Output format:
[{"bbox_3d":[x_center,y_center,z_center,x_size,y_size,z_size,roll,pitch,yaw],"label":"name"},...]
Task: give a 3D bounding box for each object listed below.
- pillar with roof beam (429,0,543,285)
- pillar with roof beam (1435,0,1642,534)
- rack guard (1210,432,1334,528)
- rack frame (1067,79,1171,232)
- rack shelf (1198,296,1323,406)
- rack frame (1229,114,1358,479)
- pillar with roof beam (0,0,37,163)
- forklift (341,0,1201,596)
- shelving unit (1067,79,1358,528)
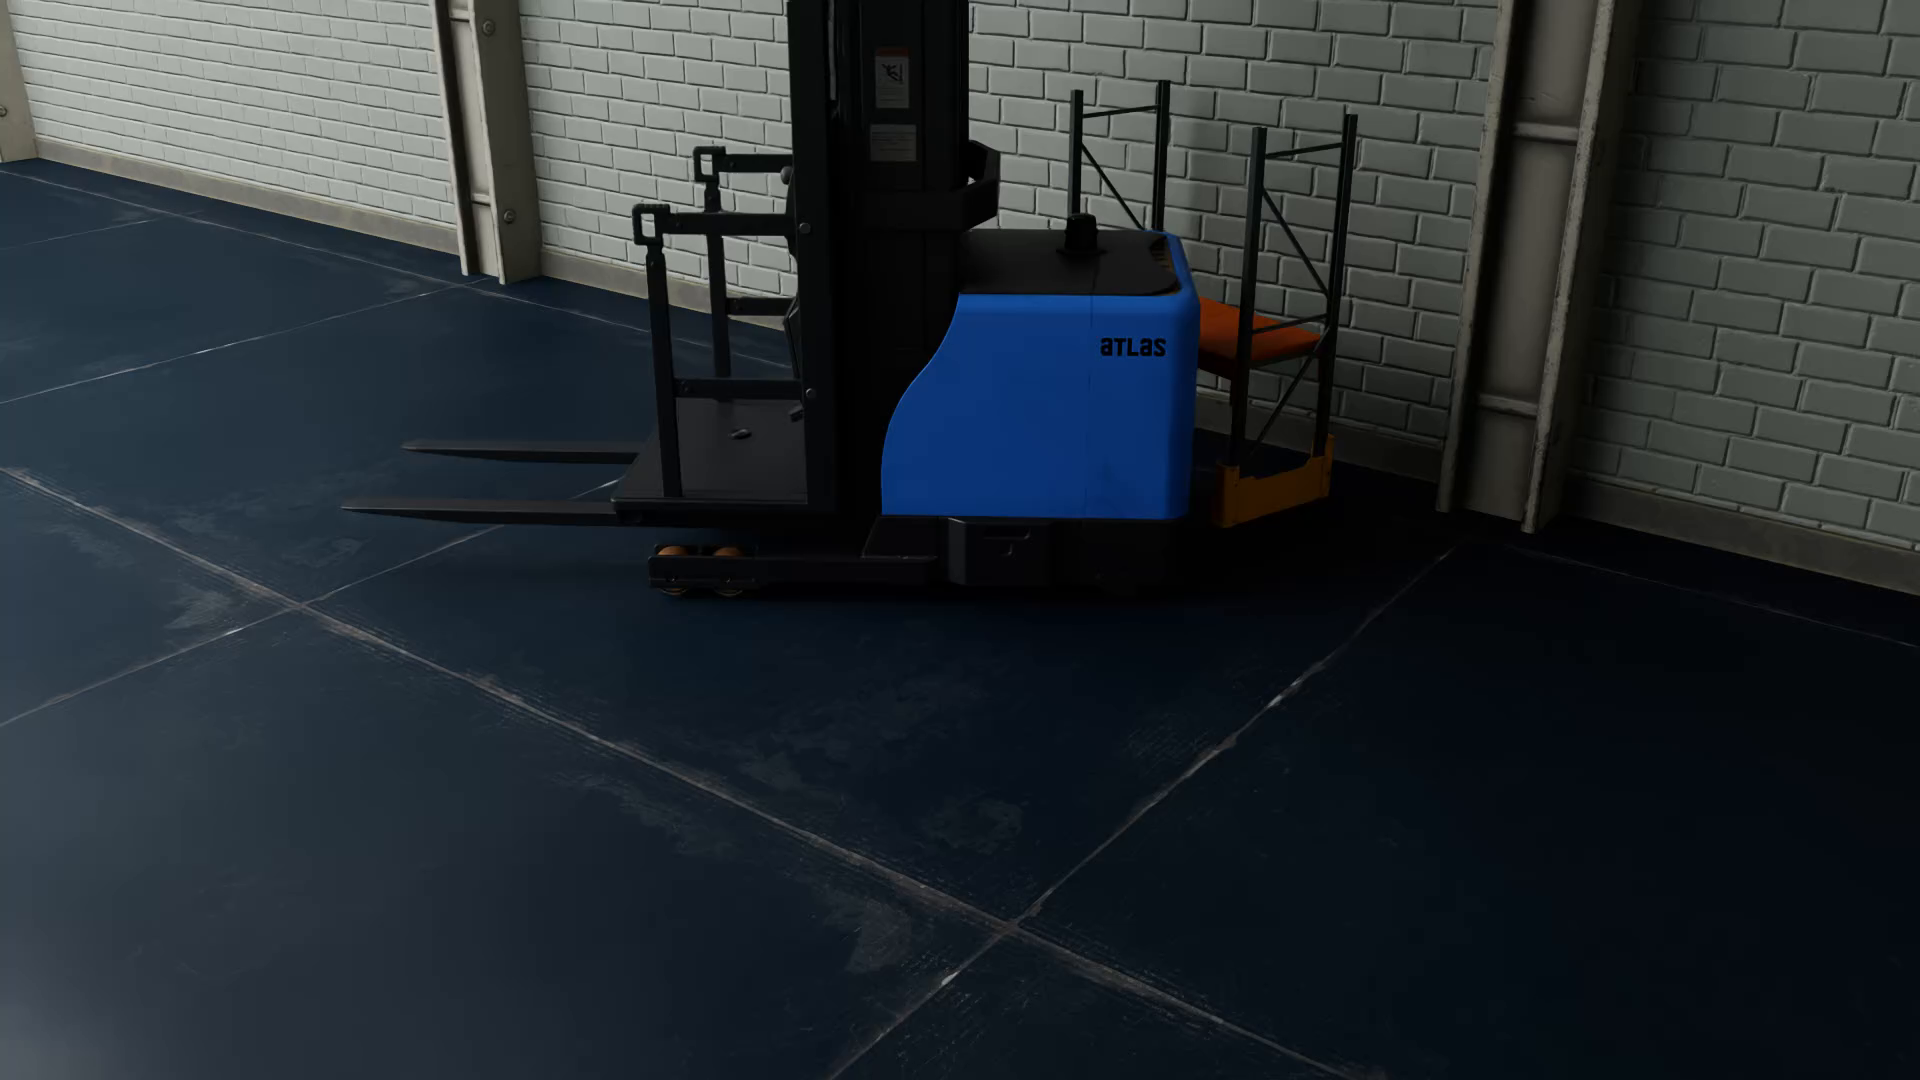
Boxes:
[{"bbox_3d":[-5.272,-4.299,4.847,0.400,9.000,9.100,17,29,33],"label":"pillar with roof beam"},{"bbox_3d":[-0.471,-2.848,1.554,0.400,9.000,9.100,17,29,33],"label":"pillar with roof beam"},{"bbox_3d":[1.220,-0.239,6.482,0.587,0.250,0.087,-16,28,-32],"label":"rack guard"},{"bbox_3d":[0.648,-1.140,6.977,0.500,1.500,0.032,-16,28,-32],"label":"rack frame"},{"bbox_3d":[0.940,-0.808,6.669,0.538,0.185,1.000,-16,28,-32],"label":"rack shelf"},{"bbox_3d":[1.232,-0.804,6.215,0.500,1.500,0.032,-16,28,-32],"label":"rack frame"},{"bbox_3d":[-10.073,-5.750,8.140,0.400,9.000,9.100,17,29,33],"label":"pillar with roof beam"},{"bbox_3d":[-0.694,-1.357,5.696,3.031,2.935,1.130,1,24,3],"label":"forklift"},{"bbox_3d":[0.935,-0.975,6.603,0.587,1.500,1.083,-16,28,-32],"label":"shelving unit"}]
